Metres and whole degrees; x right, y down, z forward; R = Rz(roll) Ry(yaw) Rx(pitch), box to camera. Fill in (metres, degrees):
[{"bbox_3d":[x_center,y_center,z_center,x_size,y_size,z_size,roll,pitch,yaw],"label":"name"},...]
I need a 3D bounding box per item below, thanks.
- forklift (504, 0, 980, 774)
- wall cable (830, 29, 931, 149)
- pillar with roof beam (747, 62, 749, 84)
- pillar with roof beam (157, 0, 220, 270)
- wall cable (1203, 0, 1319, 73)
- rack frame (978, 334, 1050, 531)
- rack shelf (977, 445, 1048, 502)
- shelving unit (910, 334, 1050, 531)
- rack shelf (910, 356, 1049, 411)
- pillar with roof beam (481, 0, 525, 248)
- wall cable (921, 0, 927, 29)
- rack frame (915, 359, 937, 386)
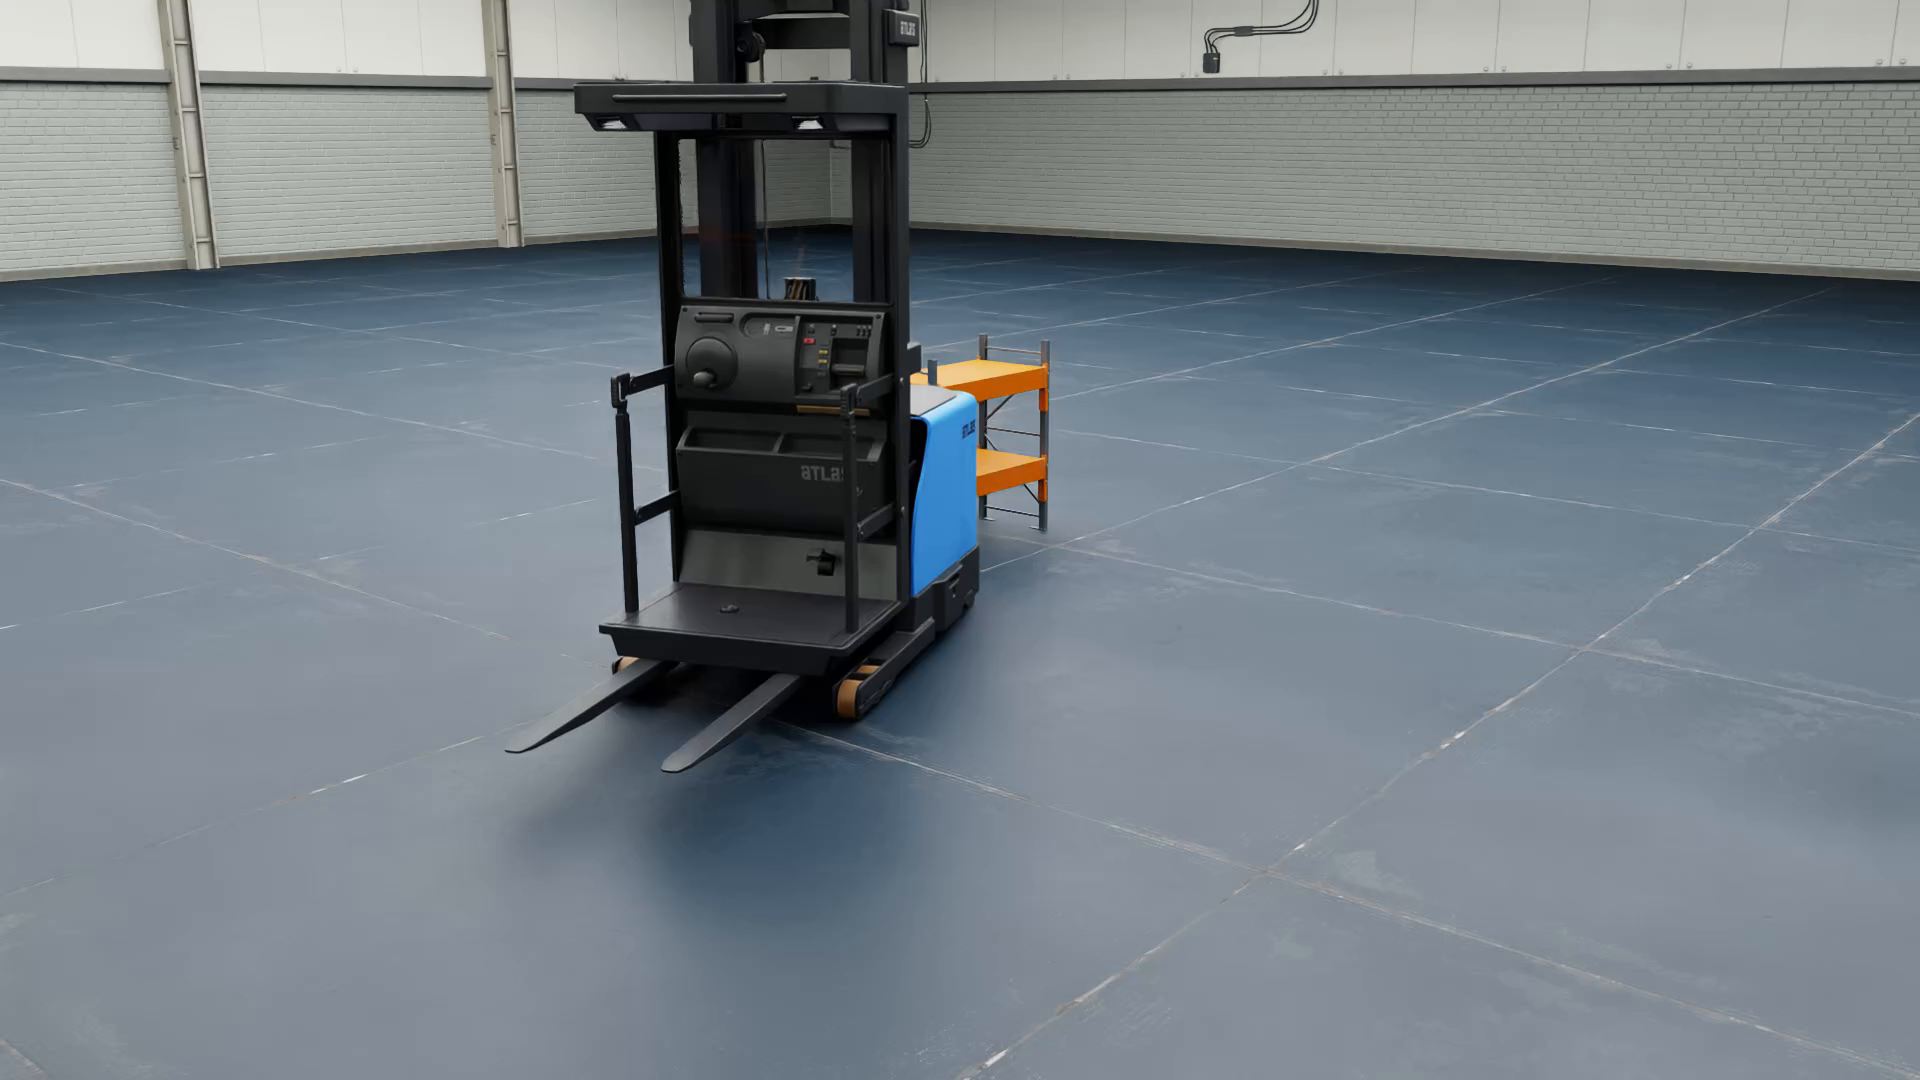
[{"bbox_3d":[-0.827,-0.799,6.816,1.130,2.935,3.031,4,15,17],"label":"forklift"},{"bbox_3d":[-1.852,-9.924,36.716,3.097,2.526,0.112,11,18,38],"label":"wall cable"},{"bbox_3d":[-1.384,-10.403,32.296,9.100,9.000,0.400,11,18,38],"label":"pillar with roof beam"},{"bbox_3d":[-8.926,-8.105,23.250,9.100,9.000,0.400,11,18,38],"label":"pillar with roof beam"},{"bbox_3d":[5.522,-11.605,30.120,2.305,6.003,0.169,11,18,38],"label":"wall cable"},{"bbox_3d":[0.315,-0.641,9.863,0.500,1.125,0.032,11,18,38],"label":"rack frame"},{"bbox_3d":[-0.004,-0.307,9.540,0.538,0.278,1.000,11,18,38],"label":"rack shelf"},{"bbox_3d":[-0.004,-0.544,9.479,0.538,1.125,1.048,11,18,38],"label":"shelving unit"},{"bbox_3d":[-0.004,-0.828,9.407,0.538,0.278,1.000,11,18,38],"label":"rack shelf"},{"bbox_3d":[-5.155,-9.254,27.773,9.100,9.000,0.400,11,18,38],"label":"pillar with roof beam"},{"bbox_3d":[0.252,-11.953,34.446,3.097,2.526,0.112,11,18,38],"label":"wall cable"},{"bbox_3d":[-0.324,-0.447,9.096,0.500,1.125,0.032,11,18,38],"label":"rack frame"}]
